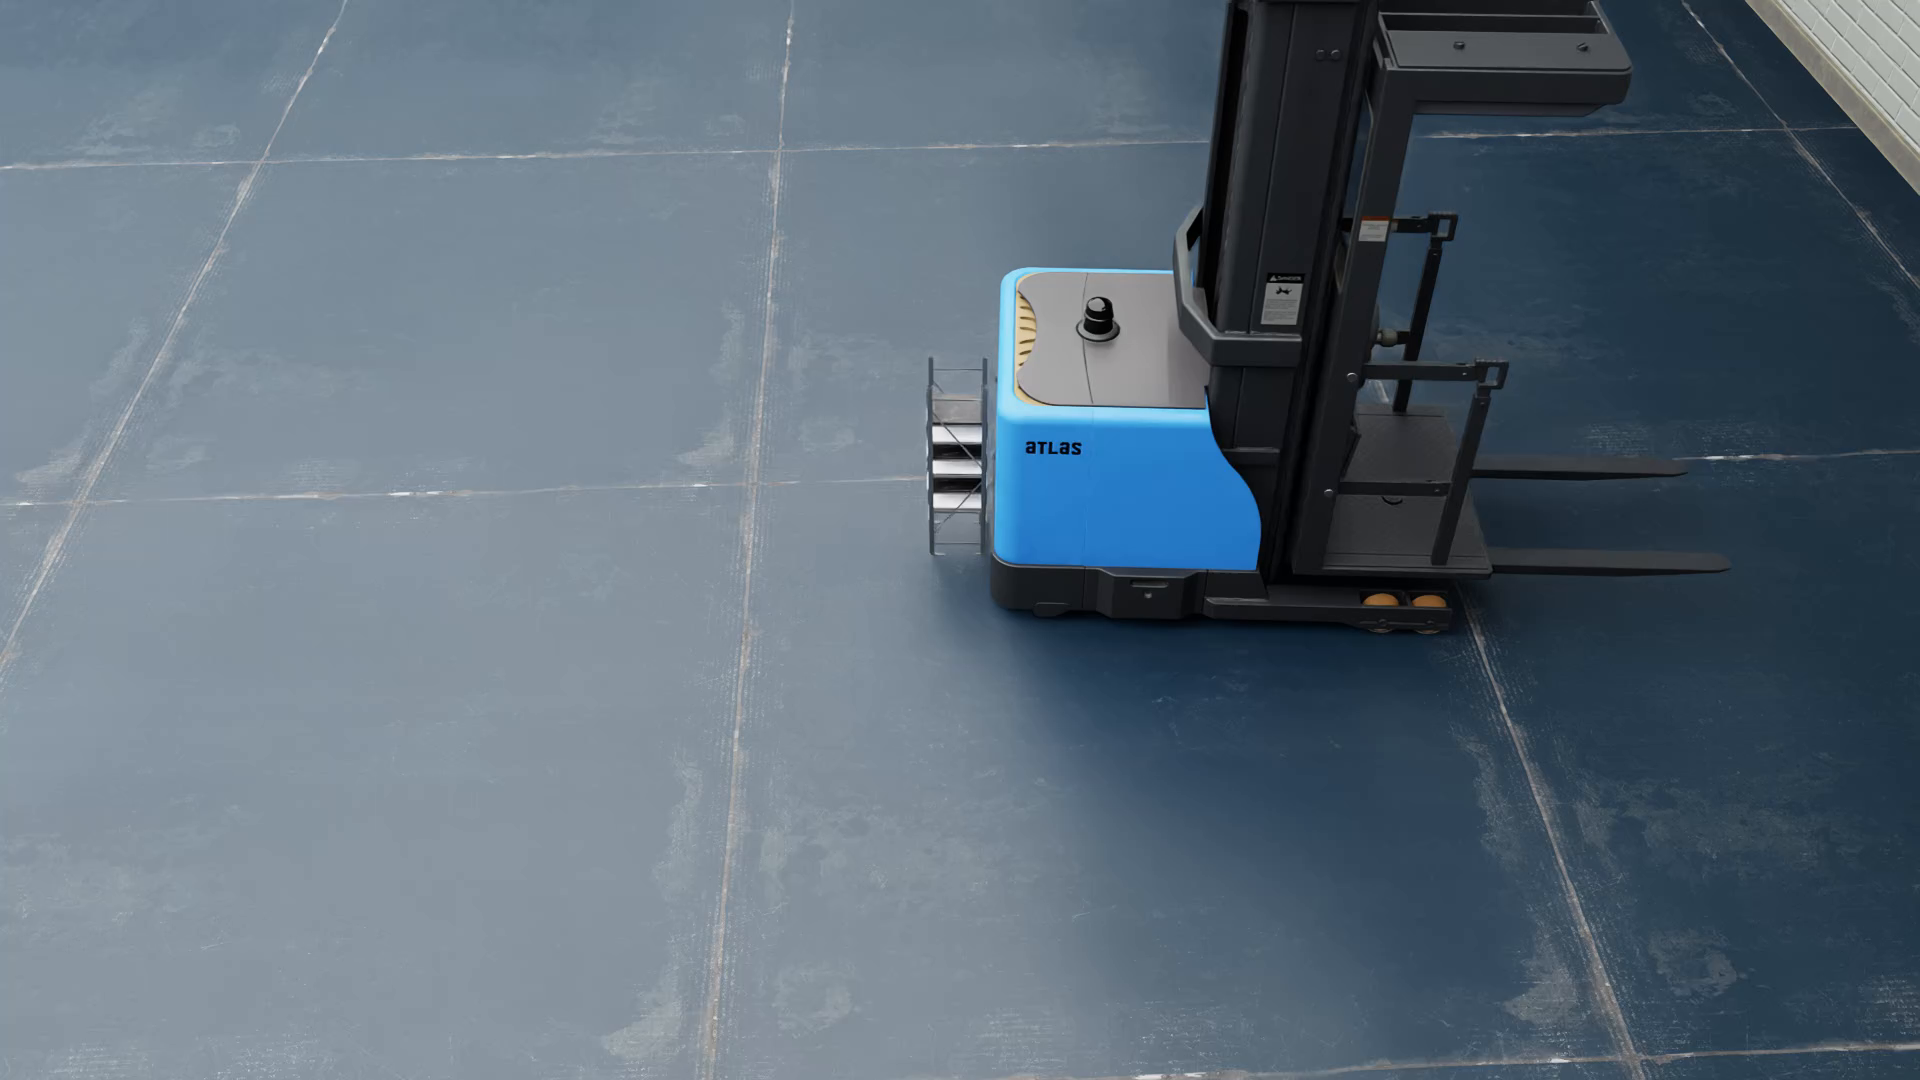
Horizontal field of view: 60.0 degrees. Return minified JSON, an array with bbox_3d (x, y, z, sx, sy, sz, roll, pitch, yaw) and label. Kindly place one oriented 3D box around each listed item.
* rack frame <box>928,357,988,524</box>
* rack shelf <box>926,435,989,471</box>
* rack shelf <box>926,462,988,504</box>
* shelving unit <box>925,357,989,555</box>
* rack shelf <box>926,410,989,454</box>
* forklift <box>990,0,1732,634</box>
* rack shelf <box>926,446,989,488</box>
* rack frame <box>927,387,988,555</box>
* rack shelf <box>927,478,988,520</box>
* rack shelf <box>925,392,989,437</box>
[{"bbox_3d":[-0.008,-0.407,7.028,0.240,0.900,0.006,0,43,1],"label":"rack frame"},{"bbox_3d":[-0.010,-0.380,6.914,0.258,0.077,0.200,0,43,1],"label":"rack shelf"},{"bbox_3d":[-0.010,-0.247,7.036,0.258,0.077,0.200,0,43,1],"label":"rack shelf"},{"bbox_3d":[-0.010,-0.338,6.953,0.258,0.900,0.210,0,43,1],"label":"shelving unit"},{"bbox_3d":[-0.010,-0.446,6.854,0.258,0.077,0.200,0,43,1],"label":"rack shelf"},{"bbox_3d":[1.655,-1.063,6.241,3.031,2.935,1.130,1,43,2],"label":"forklift"},{"bbox_3d":[-0.010,-0.314,6.975,0.258,0.077,0.200,0,43,1],"label":"rack shelf"},{"bbox_3d":[-0.011,-0.269,6.878,0.240,0.900,0.006,0,43,1],"label":"rack frame"},{"bbox_3d":[-0.010,-0.181,7.097,0.258,0.077,0.200,0,43,1],"label":"rack shelf"},{"bbox_3d":[-0.010,-0.513,6.793,0.258,0.077,0.200,0,43,1],"label":"rack shelf"}]
